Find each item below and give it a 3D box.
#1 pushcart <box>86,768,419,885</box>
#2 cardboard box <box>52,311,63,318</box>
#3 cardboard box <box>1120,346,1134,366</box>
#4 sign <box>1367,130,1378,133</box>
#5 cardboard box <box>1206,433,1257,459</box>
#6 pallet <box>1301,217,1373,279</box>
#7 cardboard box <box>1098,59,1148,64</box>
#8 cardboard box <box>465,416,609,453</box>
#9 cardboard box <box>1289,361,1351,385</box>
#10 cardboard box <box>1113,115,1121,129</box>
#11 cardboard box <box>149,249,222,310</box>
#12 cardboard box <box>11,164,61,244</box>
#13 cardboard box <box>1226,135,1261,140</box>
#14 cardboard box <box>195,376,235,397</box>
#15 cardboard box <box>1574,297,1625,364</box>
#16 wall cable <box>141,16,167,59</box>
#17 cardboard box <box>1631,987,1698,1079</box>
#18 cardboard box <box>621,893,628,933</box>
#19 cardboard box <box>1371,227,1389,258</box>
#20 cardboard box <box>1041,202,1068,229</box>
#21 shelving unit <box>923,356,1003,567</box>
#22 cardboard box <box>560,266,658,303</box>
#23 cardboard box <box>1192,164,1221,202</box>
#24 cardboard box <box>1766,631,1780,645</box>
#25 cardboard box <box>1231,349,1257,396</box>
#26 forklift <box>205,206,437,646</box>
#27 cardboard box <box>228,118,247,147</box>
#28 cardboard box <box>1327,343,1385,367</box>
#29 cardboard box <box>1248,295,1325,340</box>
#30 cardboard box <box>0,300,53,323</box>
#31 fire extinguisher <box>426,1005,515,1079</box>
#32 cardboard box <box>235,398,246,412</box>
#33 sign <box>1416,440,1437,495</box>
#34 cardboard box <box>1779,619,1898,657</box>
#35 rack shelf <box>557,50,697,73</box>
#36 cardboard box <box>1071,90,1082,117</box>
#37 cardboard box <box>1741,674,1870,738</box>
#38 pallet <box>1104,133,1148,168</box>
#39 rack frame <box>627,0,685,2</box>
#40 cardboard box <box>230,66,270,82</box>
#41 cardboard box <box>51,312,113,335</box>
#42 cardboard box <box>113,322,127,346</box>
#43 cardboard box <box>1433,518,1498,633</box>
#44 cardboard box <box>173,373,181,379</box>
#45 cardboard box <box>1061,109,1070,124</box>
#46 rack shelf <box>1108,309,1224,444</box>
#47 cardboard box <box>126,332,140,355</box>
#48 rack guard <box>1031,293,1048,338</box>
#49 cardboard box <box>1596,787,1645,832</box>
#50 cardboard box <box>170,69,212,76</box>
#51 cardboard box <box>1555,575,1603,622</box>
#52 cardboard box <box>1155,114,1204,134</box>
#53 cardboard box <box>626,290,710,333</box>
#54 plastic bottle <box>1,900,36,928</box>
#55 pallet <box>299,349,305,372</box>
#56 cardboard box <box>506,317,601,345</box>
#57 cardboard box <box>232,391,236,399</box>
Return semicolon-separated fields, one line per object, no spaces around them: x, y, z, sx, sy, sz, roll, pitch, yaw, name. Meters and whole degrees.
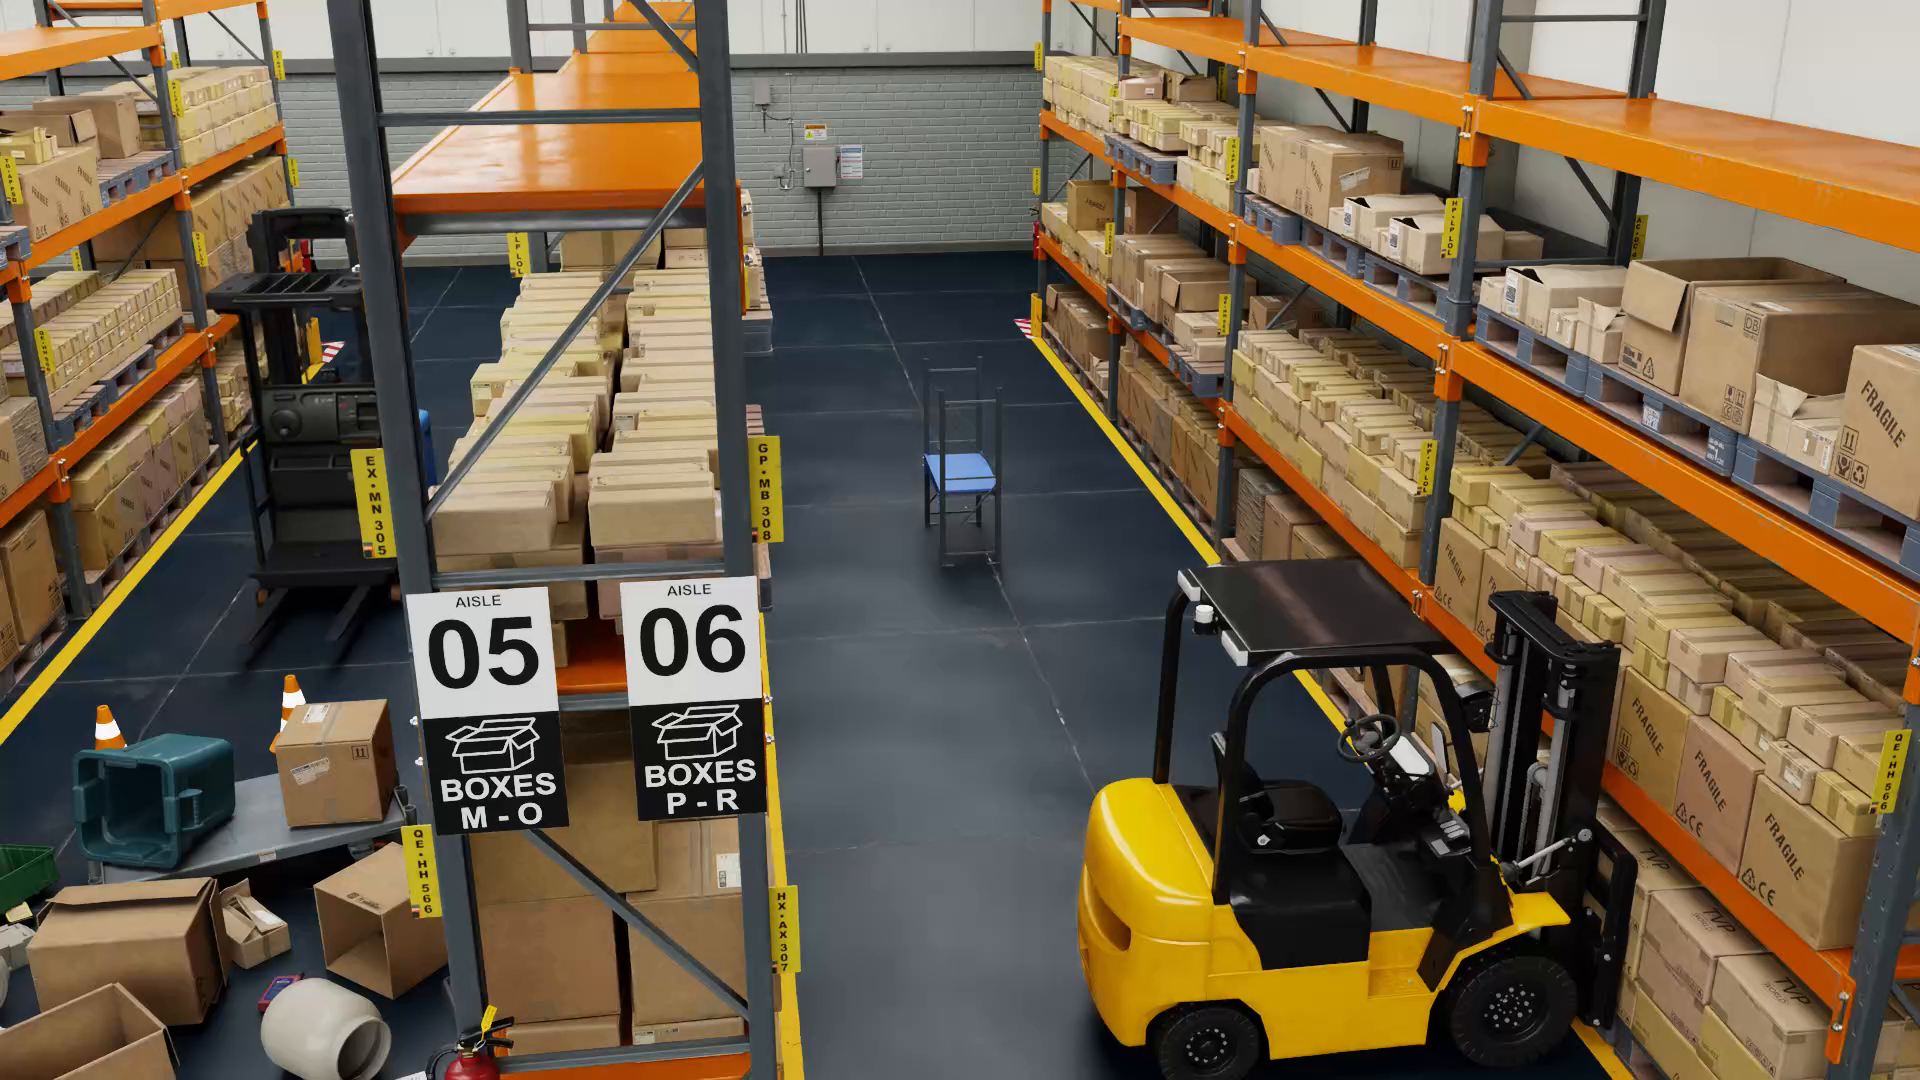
-3.934;1.672;9.274;1.648;0.377;0.936;-11;23;-26;pushcart
-7.964;-1.870;14.344;0.380;0.149;0.250;-2;21;-6;cardboard box
1.862;-1.902;17.141;0.380;0.149;0.250;-2;21;-5;cardboard box
3.201;-3.035;12.989;0.100;0.325;0.005;-3;21;-8;sign
2.328;-0.813;14.225;0.380;0.149;0.250;-4;21;-10;cardboard box
3.001;-2.024;11.406;1.003;0.211;1.213;-2;21;-5;pallet
1.912;-5.483;19.472;0.500;0.250;0.500;-4;21;-9;cardboard box
-1.599;-0.295;6.295;0.500;0.250;0.500;-2;21;-6;cardboard box
2.623;-1.195;12.133;0.380;0.149;0.250;-3;21;-7;cardboard box
1.723;-4.118;16.357;0.380;0.149;0.250;-3;21;-7;cardboard box
-7.544;-2.544;16.247;0.500;0.500;0.500;-3;21;-9;cardboard box
-6.964;-2.452;12.138;0.500;0.500;0.500;-3;21;-8;cardboard box
2.375;-3.187;13.467;0.380;0.149;0.250;-4;21;-10;cardboard box
-7.547;-1.542;16.755;0.380;0.149;0.250;-2;21;-5;cardboard box
3.140;-0.997;7.834;0.396;0.266;0.258;-3;21;-9;cardboard box
-10.625;-9.792;23.050;2.277;5.999;0.120;-3;21;-8;wall cable
3.361;2.217;7.398;0.500;0.250;0.500;-3;21;-8;cardboard box
-1.526;1.163;6.322;0.500;0.500;0.500;-3;21;-8;cardboard box
2.768;-1.837;10.250;0.380;0.149;0.250;-3;21;-8;cardboard box
1.296;-3.993;20.484;0.500;0.250;0.500;-3;21;-7;cardboard box
0.012;-0.673;13.949;0.538;1.500;1.048;-3;21;-8;shelving unit
-1.912;-1.415;9.119;0.500;0.250;0.500;-3;21;-9;cardboard box
2.263;-2.999;13.961;0.500;0.250;0.500;-3;21;-8;cardboard box
3.896;0.515;7.555;0.380;0.149;0.250;-2;21;-6;cardboard box
2.448;-1.322;13.042;0.500;0.250;0.500;-3;21;-8;cardboard box
-4.899;-0.966;12.687;1.130;2.935;3.031;-2;21;-5;forklift
-7.736;-4.218;17.223;0.500;0.250;0.500;-2;21;-5;cardboard box
3.023;-1.396;12.670;0.380;0.149;0.250;-3;21;-8;cardboard box
2.731;-1.755;13.958;0.500;0.500;0.500;-2;21;-5;cardboard box
-7.932;-1.924;14.064;0.380;0.149;0.250;-2;21;-6;cardboard box
-1.547;1.796;5.306;0.296;0.674;0.183;-3;21;-8;fire extinguisher
-7.582;-1.353;17.100;0.380;0.149;0.250;-3;21;-8;cardboard box
2.691;-0.415;9.572;0.100;0.325;0.005;-3;21;-8;sign
3.826;0.468;7.254;0.380;0.149;0.250;-2;21;-6;cardboard box
-1.973;-2.667;10.169;1.077;0.370;4.000;-3;21;-8;rack shelf
1.543;-4.871;18.547;0.500;0.250;0.500;-3;21;-9;cardboard box
3.412;0.668;6.719;0.380;0.149;0.250;-2;21;-7;cardboard box
2.098;-3.798;16.153;1.213;0.211;1.003;-3;21;-8;pallet
-3.414;-6.654;19.244;1.000;3.000;0.127;-3;21;-8;rack frame
-7.959;-5.214;18.607;0.380;0.149;0.250;-3;21;-8;cardboard box
-7.211;-1.771;13.654;0.380;0.149;0.250;-2;21;-6;cardboard box
-7.246;-1.724;13.952;0.380;0.149;0.250;-2;21;-6;cardboard box
3.032;0.180;9.379;0.500;0.500;0.500;-3;21;-9;cardboard box
-8.149;-1.596;16.900;0.380;0.149;0.250;-3;21;-8;cardboard box
1.376;-4.899;19.193;0.380;0.149;0.250;-3;21;-8;cardboard box
2.362;-1.681;15.531;1.077;0.370;4.000;-3;21;-8;rack shelf
-7.277;-1.674;14.245;0.380;0.149;0.250;-2;21;-5;cardboard box
1.508;-2.898;21.334;1.175;0.500;0.348;-3;21;-8;rack guard
3.201;1.398;8.162;0.500;0.250;0.500;-3;21;-9;cardboard box
-8.458;-5.102;18.306;0.380;0.149;0.250;-2;21;-6;cardboard box
3.168;0.277;8.190;0.380;0.149;0.250;-4;21;-9;cardboard box
1.963;-3.725;14.879;0.380;0.149;0.250;-3;21;-7;cardboard box
-1.361;-1.070;7.800;0.380;0.149;0.250;-2;21;-6;cardboard box
-5.035;1.992;8.869;0.133;0.061;0.283;-15;25;-35;plastic bottle
-8.205;-1.943;19.191;1.003;0.211;1.213;-3;21;-8;pallet
-1.769;-0.868;7.259;0.380;0.149;0.250;-4;21;-10;cardboard box
-7.653;-1.482;17.019;0.380;0.149;0.250;-3;21;-8;cardboard box
